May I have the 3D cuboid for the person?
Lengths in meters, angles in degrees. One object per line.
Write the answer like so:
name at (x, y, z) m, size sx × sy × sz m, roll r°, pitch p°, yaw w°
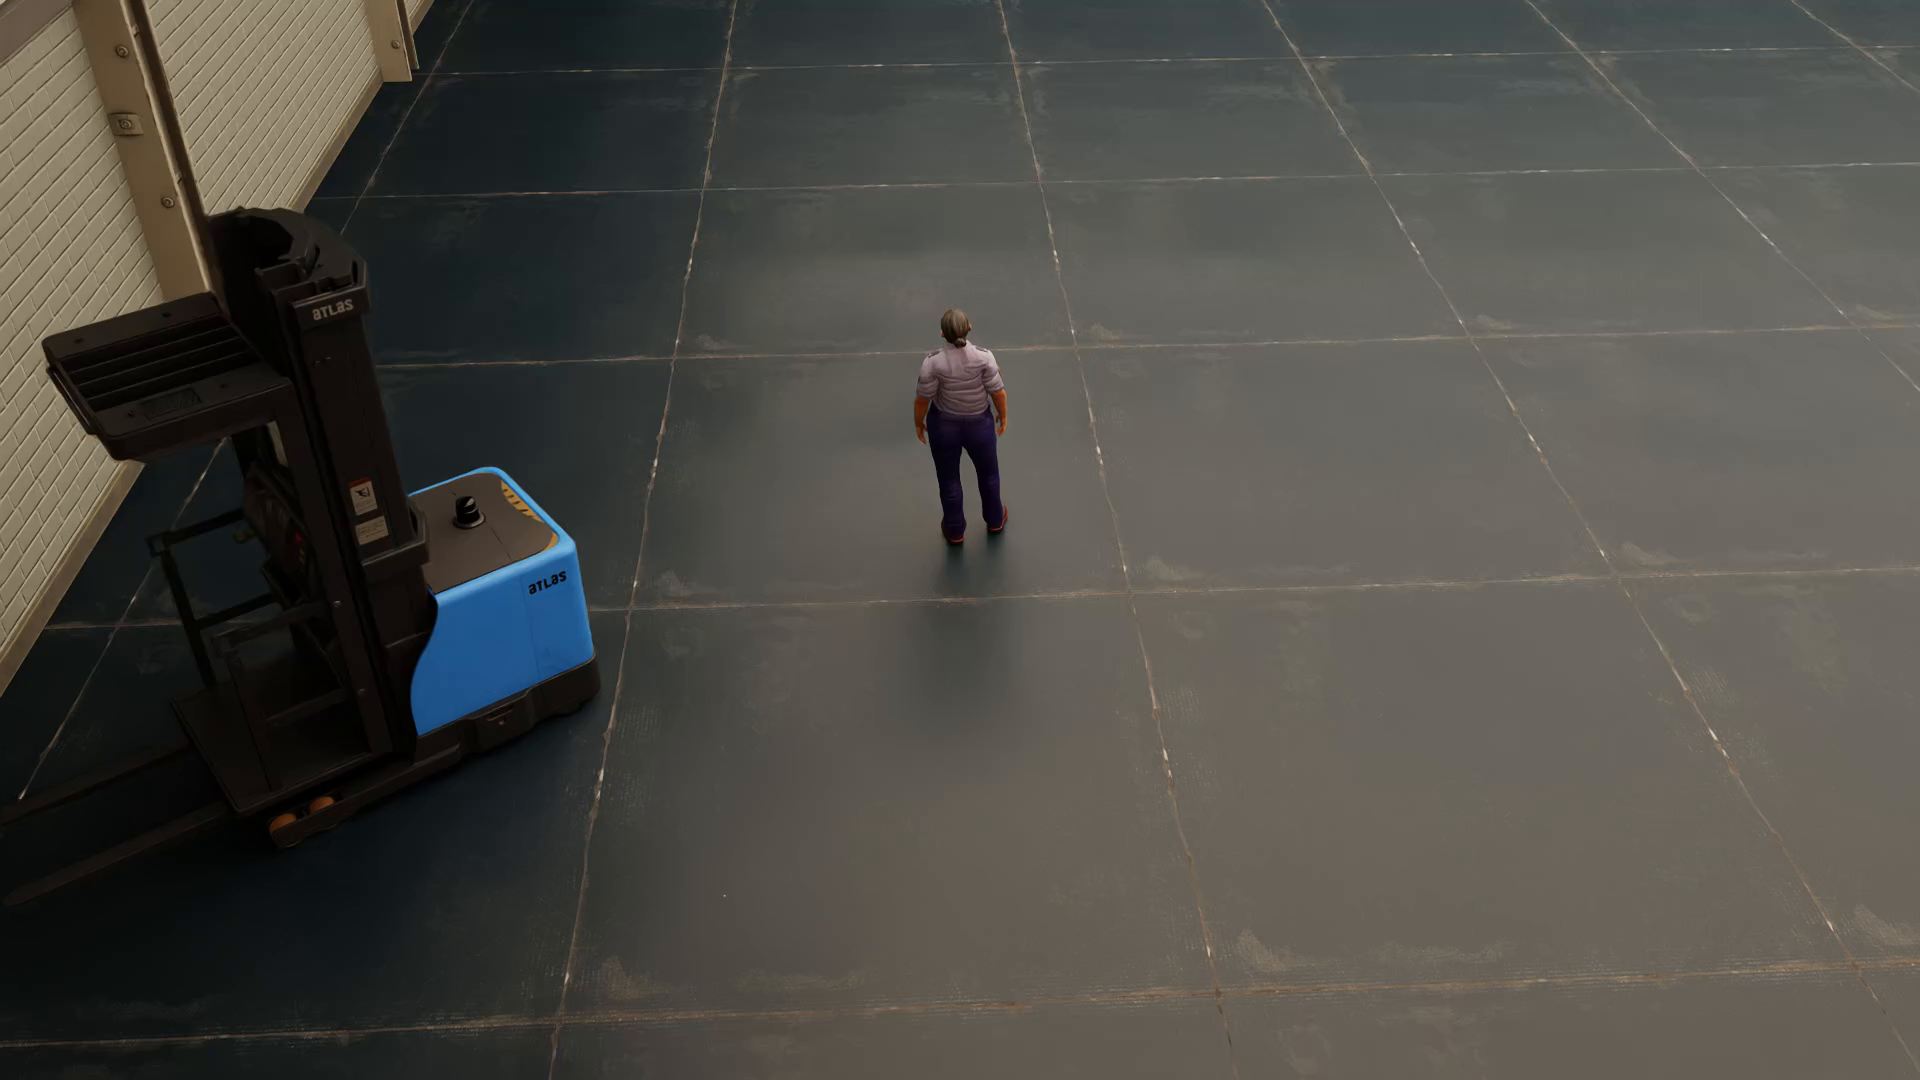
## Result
person at (0.019, -0.725, 10.085) m, size 0.598 × 1.651 × 0.502 m, roll -2°, pitch 36°, yaw -2°

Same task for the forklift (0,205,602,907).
forklift at (-3.467, 0.007, 8.000) m, size 3.031 × 2.935 × 1.130 m, roll -25°, pitch 43°, yaw -30°
